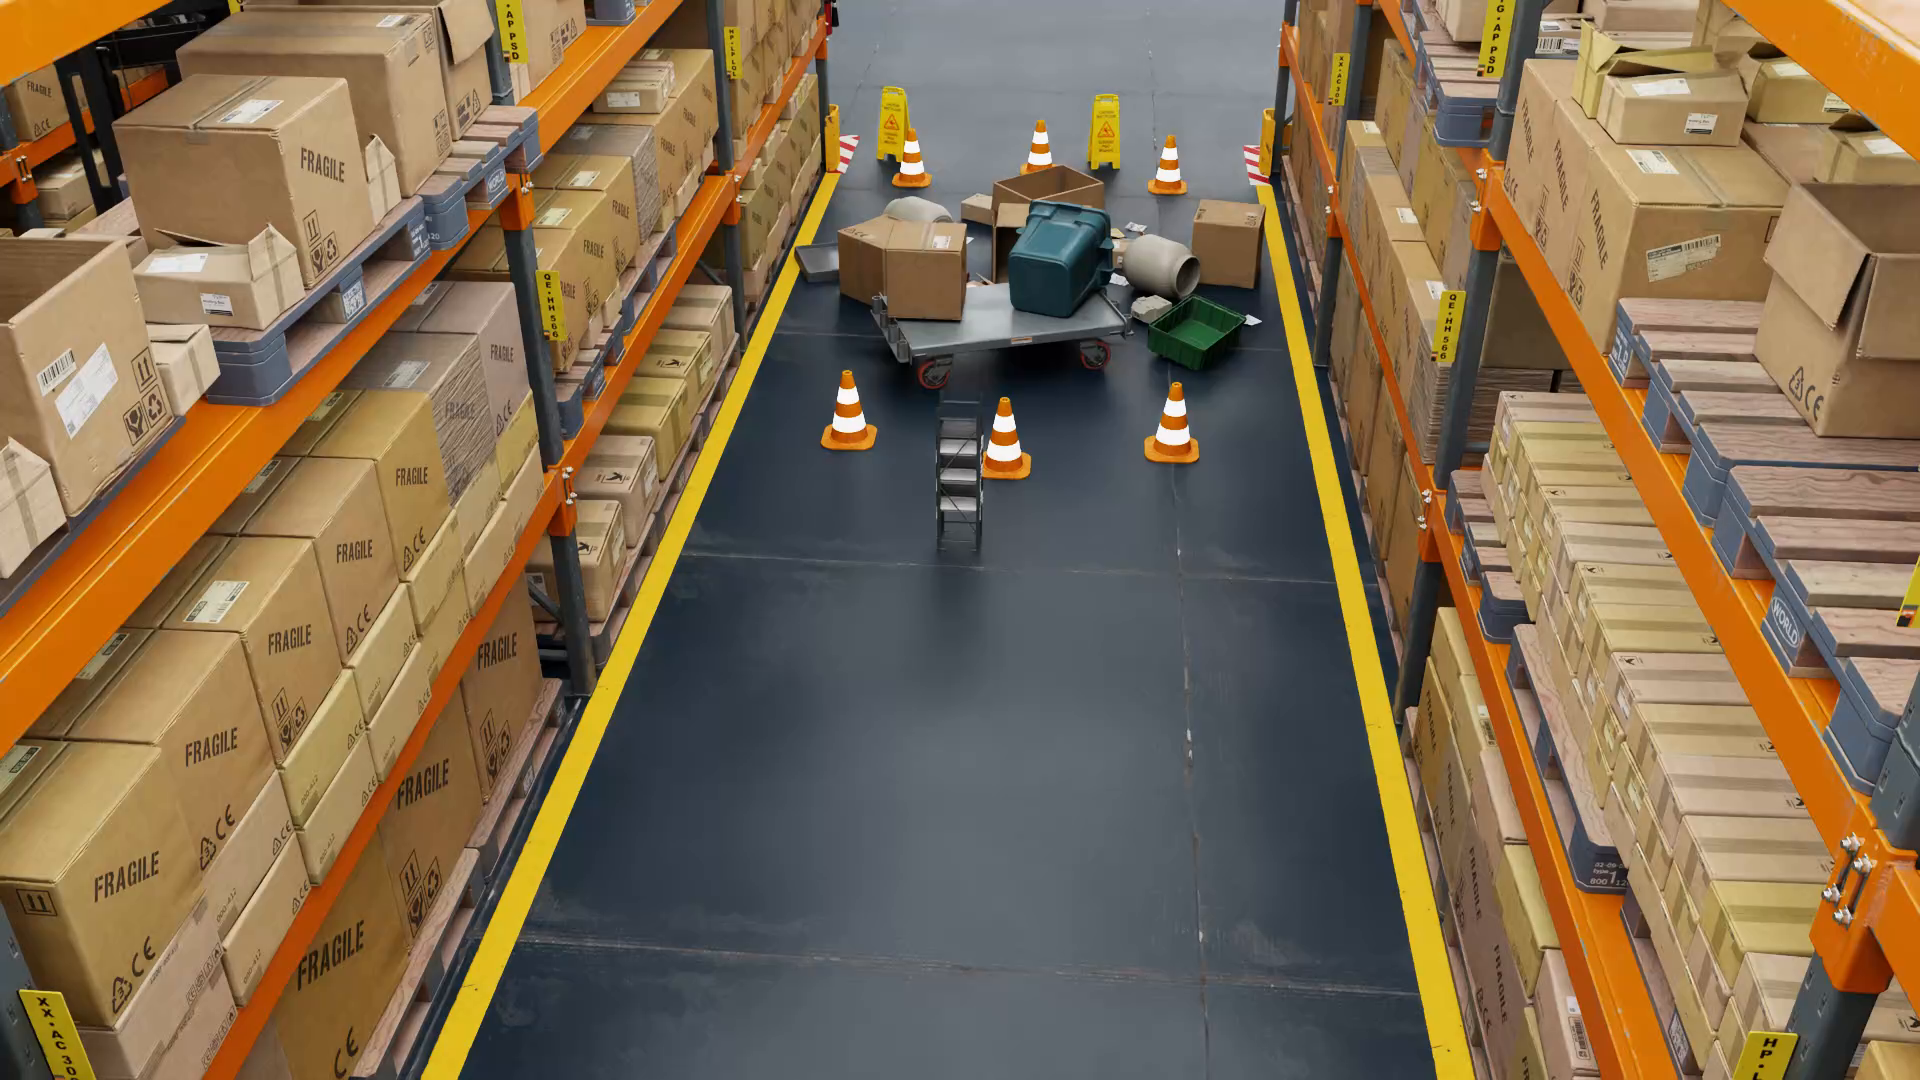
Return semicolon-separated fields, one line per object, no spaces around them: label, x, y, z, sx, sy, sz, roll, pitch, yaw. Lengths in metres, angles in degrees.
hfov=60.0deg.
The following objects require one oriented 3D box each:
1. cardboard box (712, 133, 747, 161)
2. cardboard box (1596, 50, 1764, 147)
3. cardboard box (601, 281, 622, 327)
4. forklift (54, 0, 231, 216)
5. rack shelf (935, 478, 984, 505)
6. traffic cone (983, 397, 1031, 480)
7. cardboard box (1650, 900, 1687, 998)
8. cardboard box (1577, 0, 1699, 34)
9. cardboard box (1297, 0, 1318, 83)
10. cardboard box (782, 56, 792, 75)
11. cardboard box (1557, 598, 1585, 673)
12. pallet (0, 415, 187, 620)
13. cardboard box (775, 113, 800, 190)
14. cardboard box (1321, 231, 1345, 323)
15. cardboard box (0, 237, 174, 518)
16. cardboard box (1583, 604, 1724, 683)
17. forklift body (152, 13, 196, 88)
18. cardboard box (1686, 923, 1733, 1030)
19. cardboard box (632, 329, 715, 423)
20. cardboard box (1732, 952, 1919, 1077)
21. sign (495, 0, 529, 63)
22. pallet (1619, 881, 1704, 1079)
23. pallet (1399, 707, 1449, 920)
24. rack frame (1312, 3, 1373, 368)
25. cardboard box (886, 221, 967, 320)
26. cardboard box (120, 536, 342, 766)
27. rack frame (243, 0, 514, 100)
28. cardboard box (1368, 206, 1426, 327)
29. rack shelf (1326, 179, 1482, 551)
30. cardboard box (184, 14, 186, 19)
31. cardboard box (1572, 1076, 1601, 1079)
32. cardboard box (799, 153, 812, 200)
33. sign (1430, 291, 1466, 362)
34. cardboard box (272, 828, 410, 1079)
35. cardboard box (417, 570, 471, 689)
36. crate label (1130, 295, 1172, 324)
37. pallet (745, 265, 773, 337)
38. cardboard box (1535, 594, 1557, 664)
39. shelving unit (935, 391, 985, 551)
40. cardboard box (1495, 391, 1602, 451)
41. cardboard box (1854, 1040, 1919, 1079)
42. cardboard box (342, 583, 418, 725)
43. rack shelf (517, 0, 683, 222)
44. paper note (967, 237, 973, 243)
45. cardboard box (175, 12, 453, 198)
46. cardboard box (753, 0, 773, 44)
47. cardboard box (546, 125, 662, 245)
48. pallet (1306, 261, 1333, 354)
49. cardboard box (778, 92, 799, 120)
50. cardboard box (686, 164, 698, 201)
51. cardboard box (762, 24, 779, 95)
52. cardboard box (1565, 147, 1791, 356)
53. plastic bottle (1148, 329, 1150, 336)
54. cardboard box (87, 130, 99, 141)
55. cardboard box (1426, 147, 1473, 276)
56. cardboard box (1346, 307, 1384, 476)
cardboard box;-1.654;-2.680;11.259;0.380;0.149;0.250;2;32;4
cardboard box;2.286;-1.427;5.302;0.396;0.266;0.258;2;32;4
cardboard box;-1.946;-1.209;8.471;0.380;0.149;0.250;3;32;4
forklift;-4.803;-2.215;10.331;1.130;2.935;3.031;-16;35;-25
rack shelf;-0.001;-0.274;9.352;0.258;0.077;0.200;2;32;4
traffic cone;0.268;-0.653;10.149;0.336;0.463;0.334;2;32;4
cardboard box;2.169;1.152;4.641;0.380;0.149;0.250;2;32;4
cardboard box;2.895;-2.215;6.996;0.500;0.311;0.500;3;32;4
cardboard box;3.089;-3.861;12.793;0.875;0.550;0.550;2;32;4
cardboard box;-1.525;-3.744;12.986;0.380;0.149;0.250;2;32;3
cardboard box;2.274;0.334;5.686;0.380;0.149;0.250;2;32;4
pallet;-2.625;-0.130;4.205;0.805;0.209;1.217;1;32;2
cardboard box;-1.566;-3.088;13.188;0.500;0.500;0.500;2;32;3
cardboard box;3.063;-2.077;11.667;0.875;0.875;0.875;3;32;5
cardboard box;-2.290;-0.399;3.965;0.500;0.500;0.500;2;32;3
cardboard box;2.256;0.340;5.391;0.380;0.149;0.250;2;32;3
forklift body;-4.957;-3.507;13.170;2.313;2.155;1.214;2;32;4
cardboard box;2.147;1.153;4.356;0.380;0.149;0.250;3;32;4
cardboard box;-2.095;-1.045;10.472;0.950;0.372;0.625;4;32;7
cardboard box;2.129;1.163;4.057;0.380;0.149;0.250;4;32;6
sign;-1.773;-2.047;6.565;0.100;0.325;0.005;2;32;4
pallet;2.498;1.394;4.592;1.003;0.211;1.213;2;32;4
pallet;2.552;1.210;7.366;1.003;0.211;1.213;2;32;4
rack frame;2.942;-2.477;10.691;1.000;3.000;0.127;2;32;4
cardboard box;-0.223;-1.834;11.307;0.500;0.500;0.500;2;32;4
cardboard box;-2.271;0.332;5.084;0.500;0.500;0.500;2;32;3
rack frame;-2.325;-3.098;5.980;1.000;3.000;0.127;2;32;4
cardboard box;2.506;-1.465;8.954;0.500;0.500;0.500;3;32;5
rack shelf;2.779;-1.125;9.183;1.077;0.370;4.000;2;32;4
cardboard box;-6.493;-4.173;13.347;0.500;0.500;0.500;2;32;3
cardboard box;2.100;1.872;4.901;0.500;0.250;0.500;2;32;3
cardboard box;-1.522;-3.031;13.810;0.500;0.250;0.500;3;32;4
sign;2.063;-0.900;7.029;0.100;0.325;0.005;2;32;4
cardboard box;-2.614;1.473;5.906;0.875;0.875;0.875;3;32;5
cardboard box;-2.191;0.326;6.286;0.500;0.250;0.500;2;32;3
crate label;1.400;-1.677;12.120;0.298;0.136;0.250;-20;37;-29
pallet;-1.980;-1.801;12.252;1.003;0.211;1.213;2;32;4
cardboard box;2.296;0.330;5.975;0.380;0.149;0.250;3;32;6
shelving unit;-0.001;-0.379;9.287;0.258;0.900;0.210;2;32;4
cardboard box;2.386;-0.475;6.714;0.380;0.149;0.250;3;32;4
cardboard box;2.011;1.337;3.170;0.500;0.500;0.500;3;32;5
cardboard box;-2.213;0.379;5.722;0.500;0.250;0.500;2;32;2
rack shelf;-2.162;-2.561;8.653;1.077;0.370;4.000;2;32;4
paper note;0.014;-2.441;13.474;0.148;0.019;0.142;14;34;21
cardboard box;-2.216;-1.517;5.778;0.700;0.500;0.500;1;32;2
cardboard box;-1.684;-3.718;11.372;0.700;0.500;0.500;3;32;4
cardboard box;-1.937;-1.930;9.023;0.500;0.500;0.500;1;32;2
pallet;3.082;-1.684;12.062;1.003;0.211;1.213;2;32;4
cardboard box;-1.489;-3.437;13.136;0.380;0.149;0.250;4;32;6
cardboard box;-1.791;-2.153;10.004;0.380;0.149;0.250;2;32;3
cardboard box;-1.614;-3.549;12.051;0.500;0.500;0.500;2;32;4
cardboard box;2.236;-0.894;5.168;0.500;0.500;0.500;2;32;4
plastic bottle;1.461;-1.435;11.801;0.133;0.061;0.283;-14;34;-21
cardboard box;-6.514;-3.047;12.883;0.500;0.250;0.500;3;32;6
cardboard box;2.743;-1.621;8.253;0.700;0.500;0.500;2;32;3
cardboard box;2.899;-0.866;9.820;1.050;0.750;0.750;2;32;4
